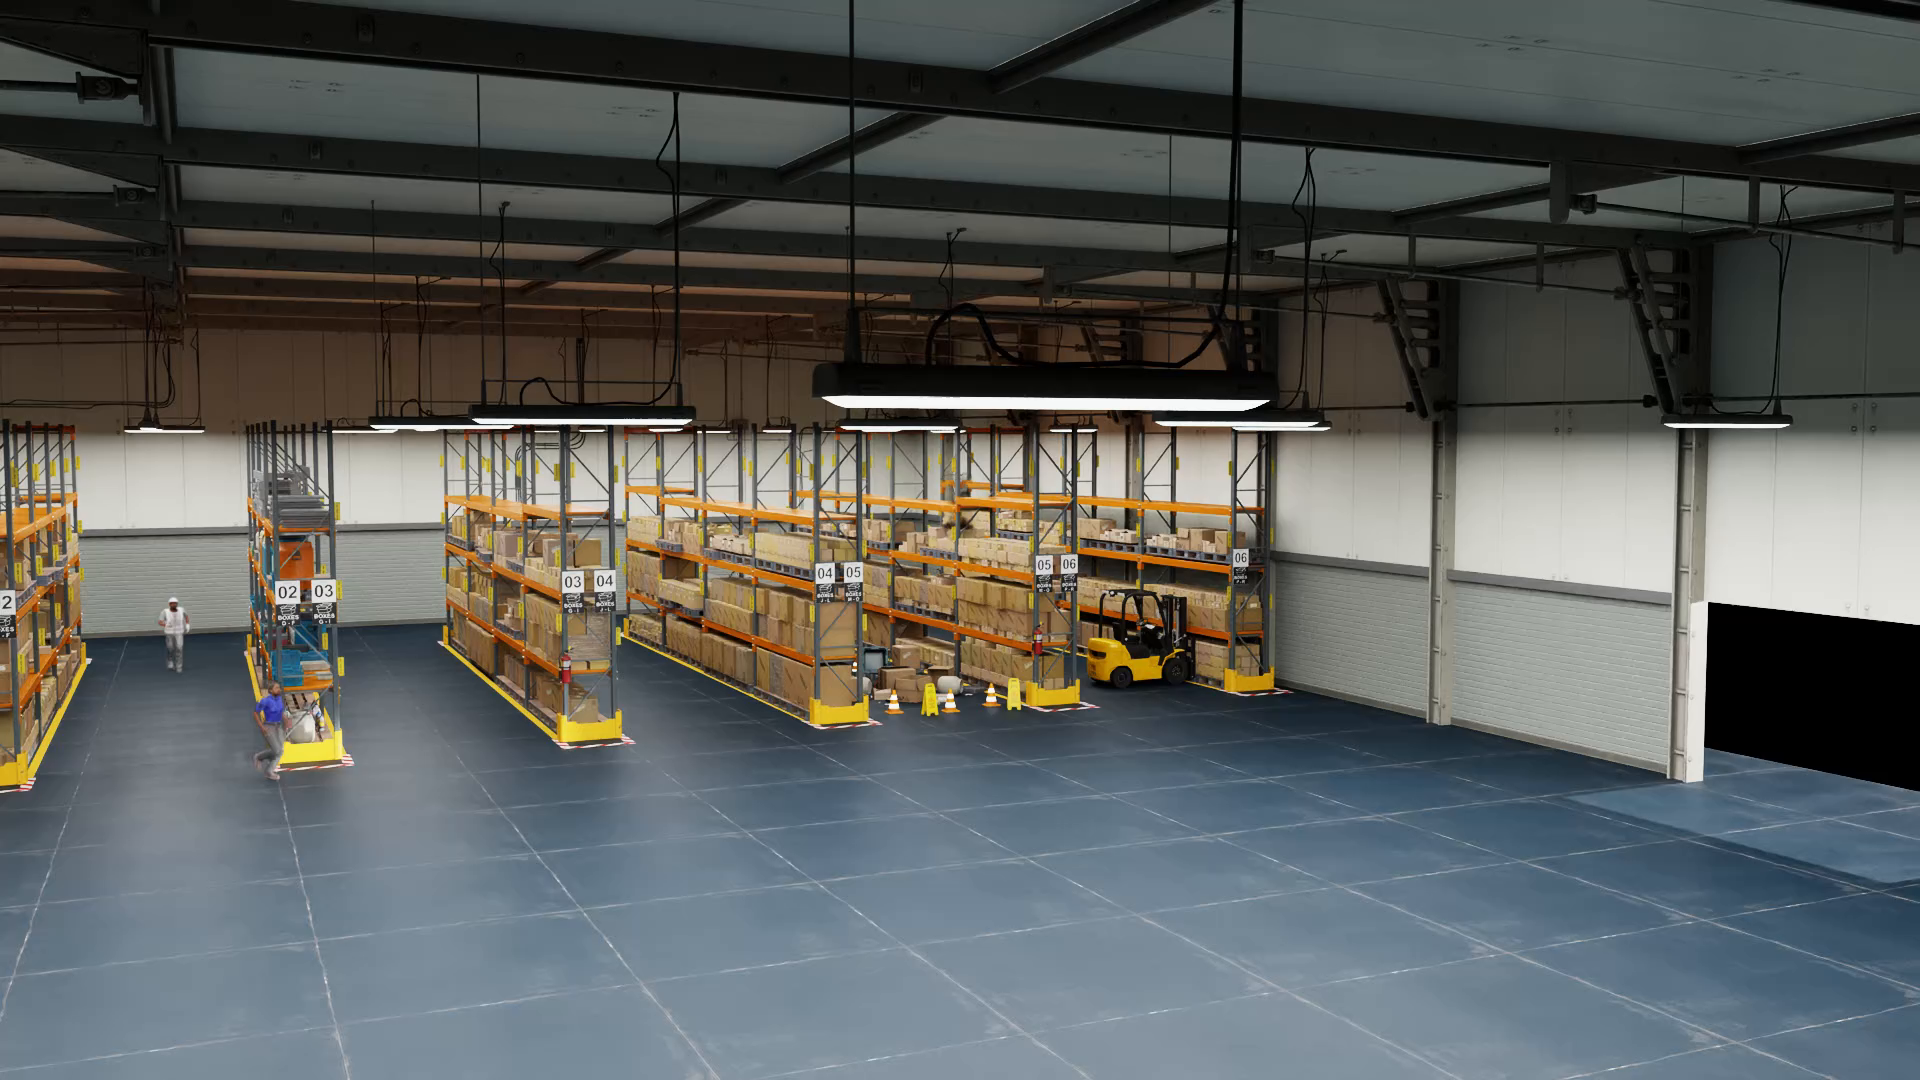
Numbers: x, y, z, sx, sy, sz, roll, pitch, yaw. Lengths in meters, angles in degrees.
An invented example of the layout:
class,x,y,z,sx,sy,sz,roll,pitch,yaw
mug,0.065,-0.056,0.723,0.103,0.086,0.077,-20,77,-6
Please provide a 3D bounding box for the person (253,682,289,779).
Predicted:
class,x,y,z,sx,sy,sz,roll,pitch,yaw
person,-11.540,3.183,27.883,0.546,1.611,0.588,1,4,18

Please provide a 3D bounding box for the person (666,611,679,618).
class,x,y,z,sx,sy,sz,roll,pitch,yaw
person,-8.589,1.788,48.913,0.850,1.739,0.733,0,4,4

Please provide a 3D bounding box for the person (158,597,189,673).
class,x,y,z,sx,sy,sz,roll,pitch,yaw
person,-19.119,2.304,40.459,0.703,1.832,0.850,-2,4,-31
